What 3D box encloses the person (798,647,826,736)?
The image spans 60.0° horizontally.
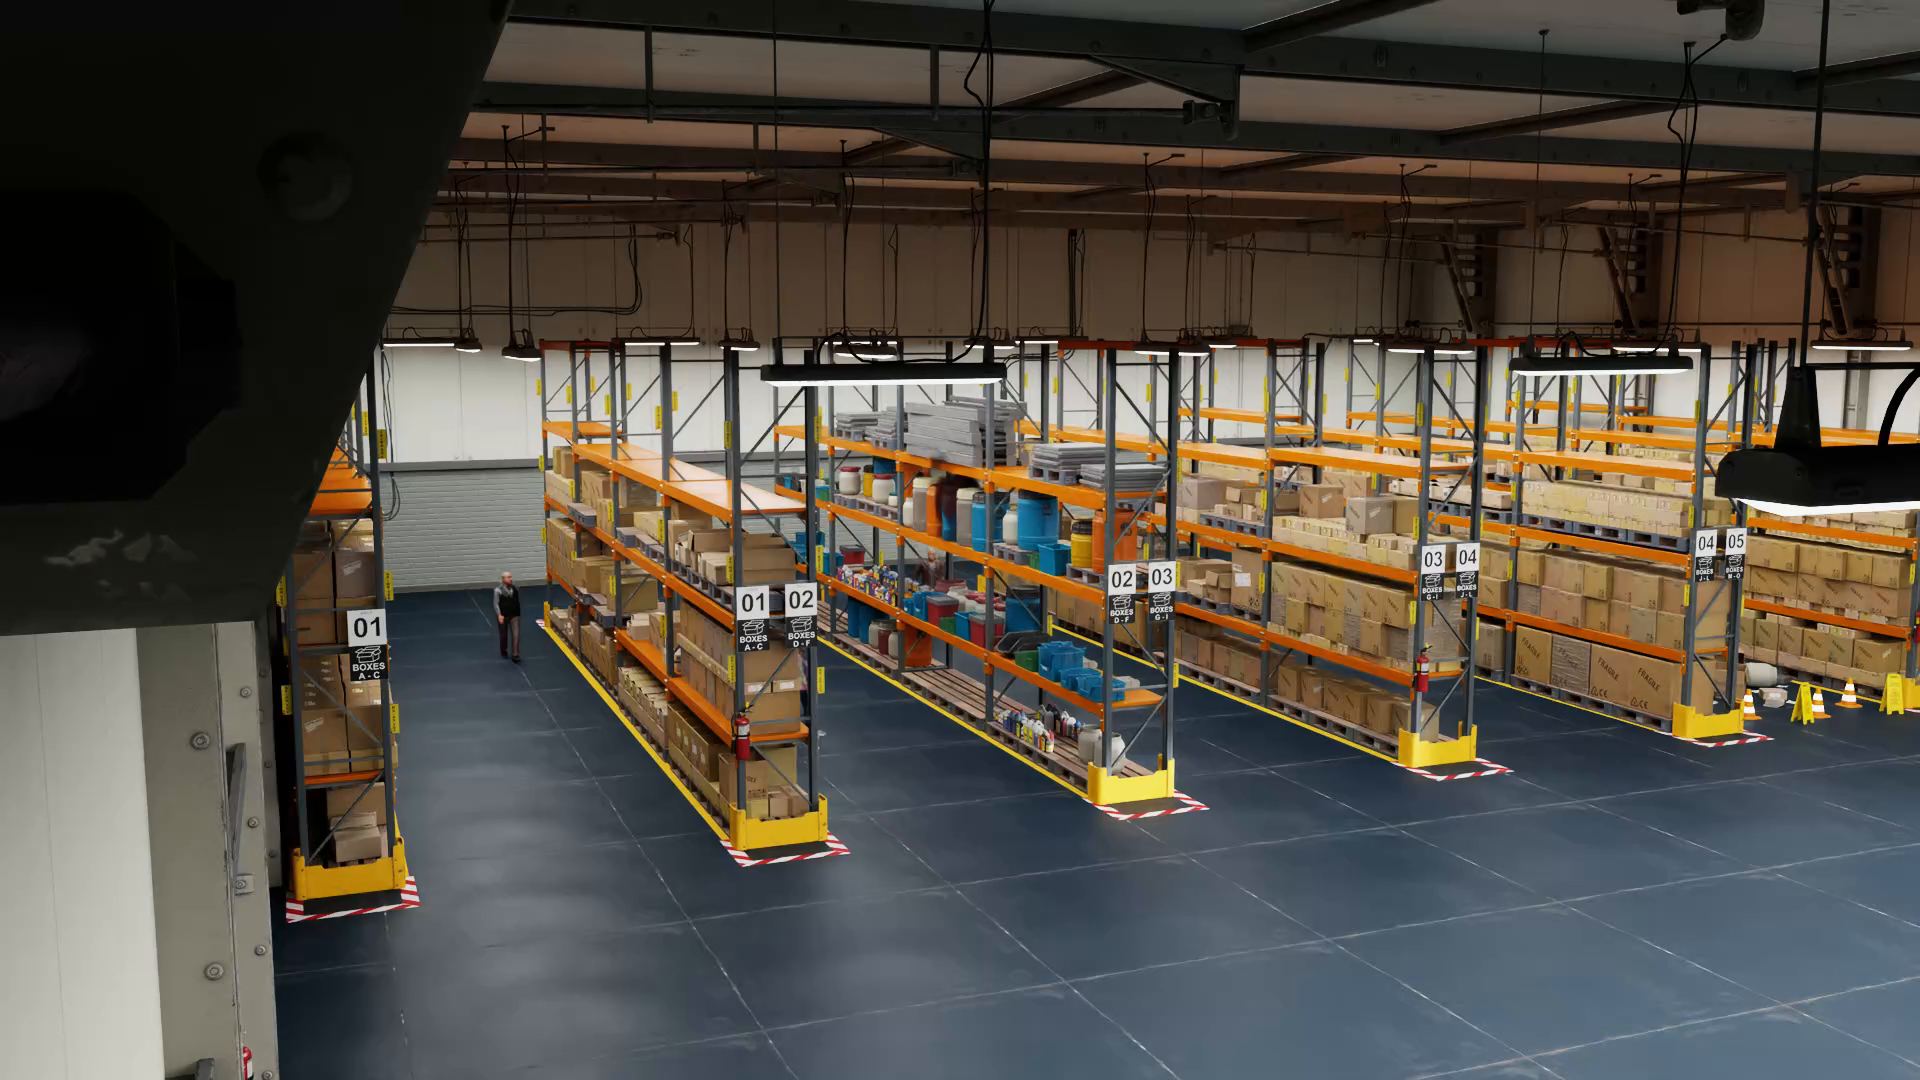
[{"bbox_3d":[-2.391,2.255,25.249,0.654,1.571,0.556,0,7,1],"label":"person"}]

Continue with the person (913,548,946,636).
[{"bbox_3d":[-0.600,1.069,34.185,0.659,1.814,0.936,-3,8,-21],"label":"person"}]

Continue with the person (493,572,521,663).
[{"bbox_3d":[-8.509,1.446,31.250,0.505,1.685,1.012,-2,8,-17],"label":"person"}]
